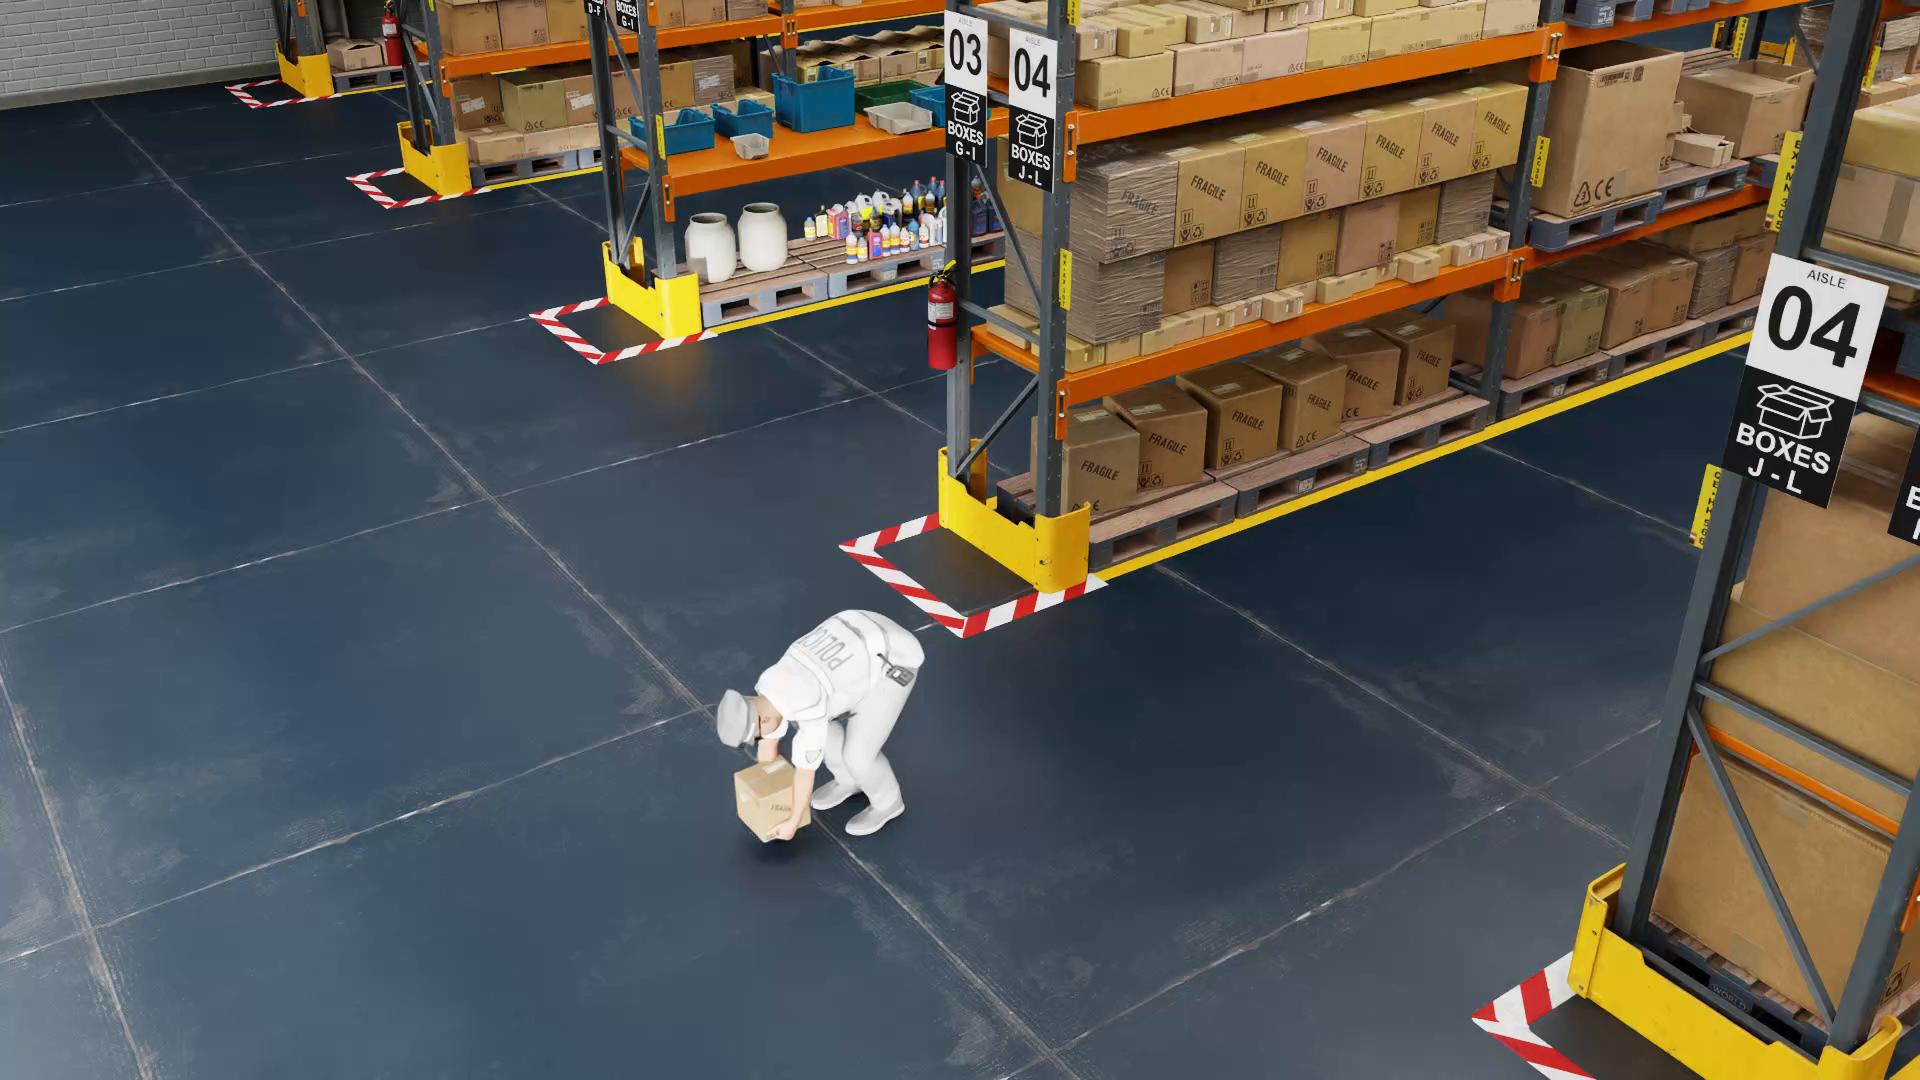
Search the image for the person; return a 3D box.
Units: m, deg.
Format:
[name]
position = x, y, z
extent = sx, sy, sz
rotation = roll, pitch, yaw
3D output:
[person]
position = -0.640, 0.898, 7.715
extent = 1.033, 1.032, 0.519
rotation = -21, 35, -33
